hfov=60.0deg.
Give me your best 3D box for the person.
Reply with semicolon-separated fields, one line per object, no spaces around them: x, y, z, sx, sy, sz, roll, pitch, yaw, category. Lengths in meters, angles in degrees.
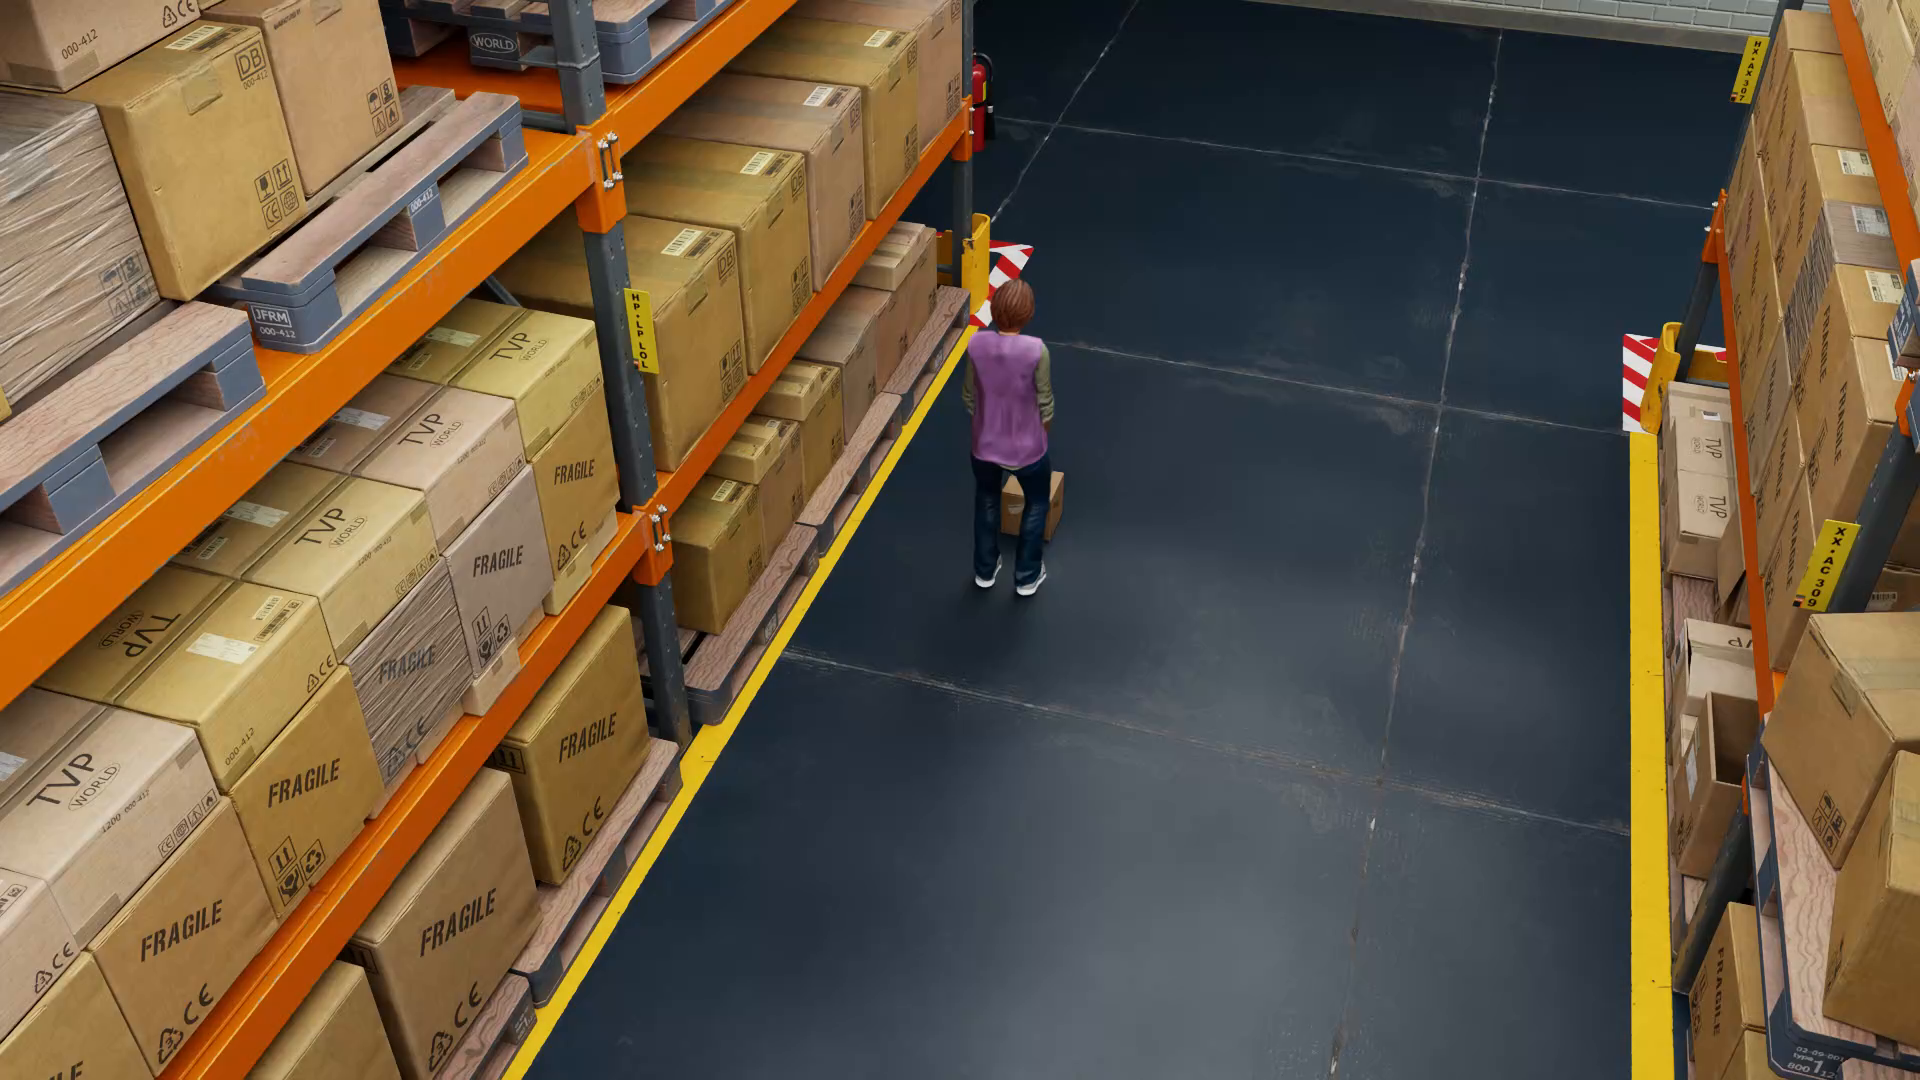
0.207;-0.428;7.515;0.430;1.533;0.400;12;39;15;person
